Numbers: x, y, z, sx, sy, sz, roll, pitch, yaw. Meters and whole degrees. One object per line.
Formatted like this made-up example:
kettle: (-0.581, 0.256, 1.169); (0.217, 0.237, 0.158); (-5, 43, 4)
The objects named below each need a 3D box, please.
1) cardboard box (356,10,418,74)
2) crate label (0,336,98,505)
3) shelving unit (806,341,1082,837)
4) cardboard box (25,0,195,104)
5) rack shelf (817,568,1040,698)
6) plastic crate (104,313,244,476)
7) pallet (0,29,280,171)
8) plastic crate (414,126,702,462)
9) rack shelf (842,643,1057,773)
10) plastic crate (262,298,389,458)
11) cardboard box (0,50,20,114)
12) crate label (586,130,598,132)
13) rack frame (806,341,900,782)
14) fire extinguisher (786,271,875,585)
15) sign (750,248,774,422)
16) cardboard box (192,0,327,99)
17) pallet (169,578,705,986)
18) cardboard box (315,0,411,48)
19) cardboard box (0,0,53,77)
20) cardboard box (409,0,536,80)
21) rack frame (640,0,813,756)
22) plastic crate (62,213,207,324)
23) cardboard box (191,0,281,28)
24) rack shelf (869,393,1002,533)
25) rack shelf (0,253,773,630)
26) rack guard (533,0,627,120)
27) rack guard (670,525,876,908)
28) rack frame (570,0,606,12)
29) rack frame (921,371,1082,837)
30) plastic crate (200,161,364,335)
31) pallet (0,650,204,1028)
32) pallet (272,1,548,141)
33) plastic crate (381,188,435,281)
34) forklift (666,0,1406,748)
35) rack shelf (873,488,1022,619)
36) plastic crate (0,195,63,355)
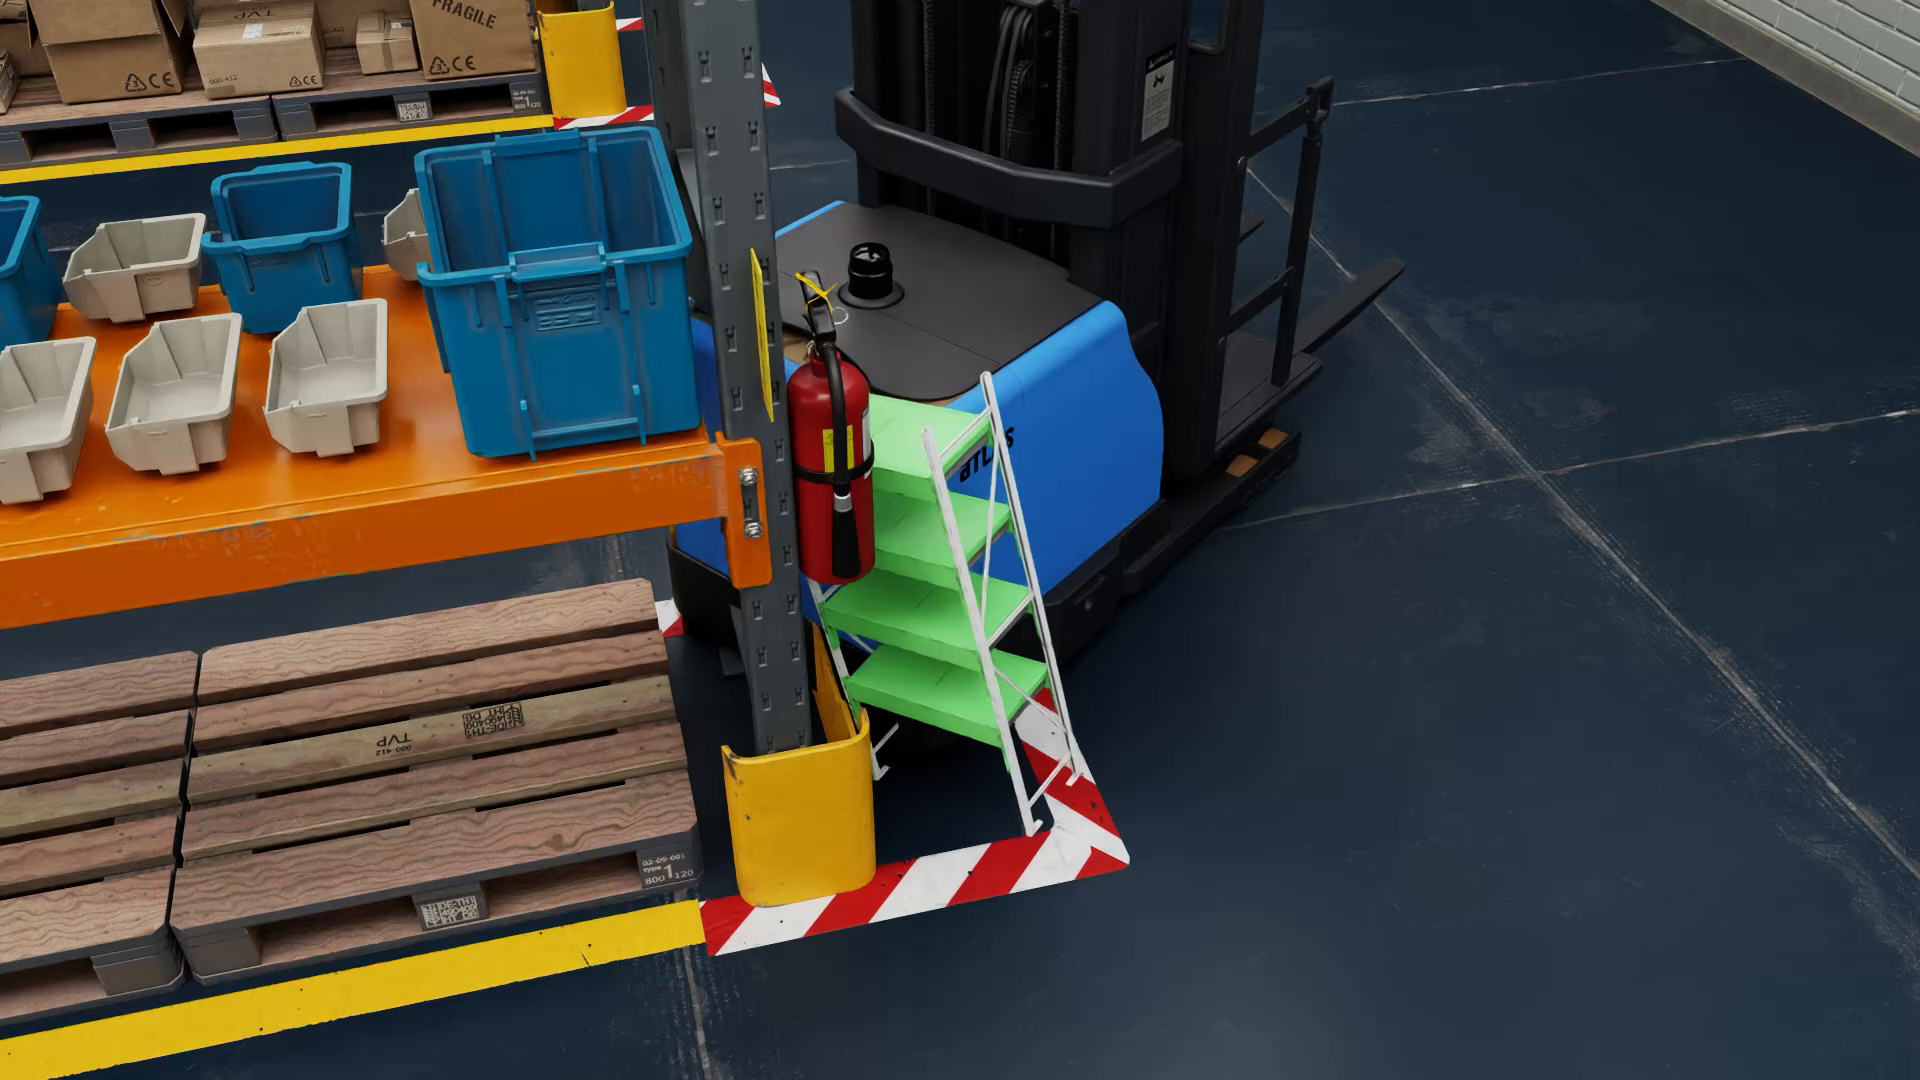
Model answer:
cardboard box: (-2.697, -2.353, 7.827); (0.250, 0.166, 0.380); (-9, 38, -12)
crate label: (-1.820, -0.228, 3.246); (0.243, 0.136, 0.396); (-9, 38, -12)
shelving unit: (-0.082, 0.137, 3.953); (0.503, 1.200, 0.258); (14, 44, 34)
cardboard box: (-3.871, -2.396, 7.606); (0.637, 0.503, 0.797); (-9, 38, -12)
rack shelf: (-0.069, 0.187, 3.990); (0.480, 0.148, 0.258); (14, 44, 34)
plastic crate: (-1.557, -0.286, 3.323); (0.243, 0.136, 0.396); (-9, 38, -12)
pallet: (-3.840, -2.108, 7.832); (1.213, 0.211, 1.003); (-9, 38, -12)
plastic crate: (-0.808, -0.515, 3.376); (0.499, 0.435, 0.616); (-9, 38, -12)
rack shelf: (-0.020, 0.377, 4.128); (0.480, 0.148, 0.258); (14, 44, 34)
plastic crate: (-1.274, -0.323, 3.372); (0.243, 0.136, 0.396); (-9, 38, -12)
cardboard box: (-4.389, -2.044, 7.423); (0.250, 0.166, 0.380); (-9, 38, -12)
crate label: (-0.858, -0.751, 3.851); (0.303, 0.233, 0.416); (-9, 38, -12)
rack frame: (-0.278, 0.088, 4.090); (0.015, 1.200, 0.240); (14, 44, 34)
fire extinguisher: (-0.269, -0.218, 3.437); (0.183, 0.674, 0.296); (-9, 38, -12)
sign: (-0.374, -0.384, 3.149); (0.005, 0.325, 0.100); (-9, 38, -12)
cardboard box: (-3.207, -2.265, 7.643); (0.500, 0.250, 0.500); (-9, 38, -12)
pallet: (-1.340, 0.576, 4.324); (1.213, 0.211, 1.003); (-9, 38, -12)
cardboard box: (-2.903, -2.630, 8.120); (0.500, 0.250, 0.500); (-9, 38, -12)
cardboard box: (-4.483, -2.394, 7.762); (0.500, 0.311, 0.500); (-9, 38, -12)
cardboard box: (-2.282, -2.497, 7.741); (0.500, 0.500, 0.500); (-9, 38, -12)
rack frame: (-0.534, -0.640, 3.618); (0.127, 3.000, 1.000); (-9, 38, -12)
plastic crate: (-1.844, -0.603, 3.737); (0.298, 0.136, 0.250); (-9, 38, -12)
cardboard box: (-3.386, -2.550, 8.016); (0.500, 0.250, 0.500); (-9, 38, -12)
rack shelf: (-0.167, -0.193, 3.713); (0.480, 0.148, 0.258); (14, 44, 34)
rack shelf: (-2.464, -0.037, 3.422); (4.000, 0.370, 1.077); (-9, 38, -12)
rack guard: (-1.895, -2.541, 8.160); (0.348, 0.500, 1.175); (-9, 38, -12)
rack guard: (-0.514, 0.342, 4.392); (0.348, 0.500, 1.175); (-9, 38, -12)
rack frame: (-1.821, -3.546, 7.416); (0.127, 3.000, 1.000); (-9, 38, -12)
rack frame: (0.114, 0.185, 3.816); (0.015, 1.200, 0.240); (14, 44, 34)
plastic crate: (-1.493, -0.647, 3.715); (0.300, 0.233, 0.416); (-9, 38, -12)
pallet: (-2.515, 0.767, 4.074); (1.213, 0.211, 1.003); (-9, 38, -12)
pallet: (-2.664, -2.299, 8.082); (1.213, 0.211, 1.003); (-9, 38, -12)
plastic crate: (-1.189, -0.711, 3.878); (0.298, 0.136, 0.250); (-9, 38, -12)
forklift: (0.472, -1.444, 4.726); (1.130, 2.935, 3.031); (26, 44, 30)
rack shelf: (-0.118, -0.003, 3.851); (0.480, 0.148, 0.258); (14, 44, 34)
plastic crate: (-2.129, -0.543, 3.579); (0.300, 0.233, 0.416); (-9, 38, -12)
